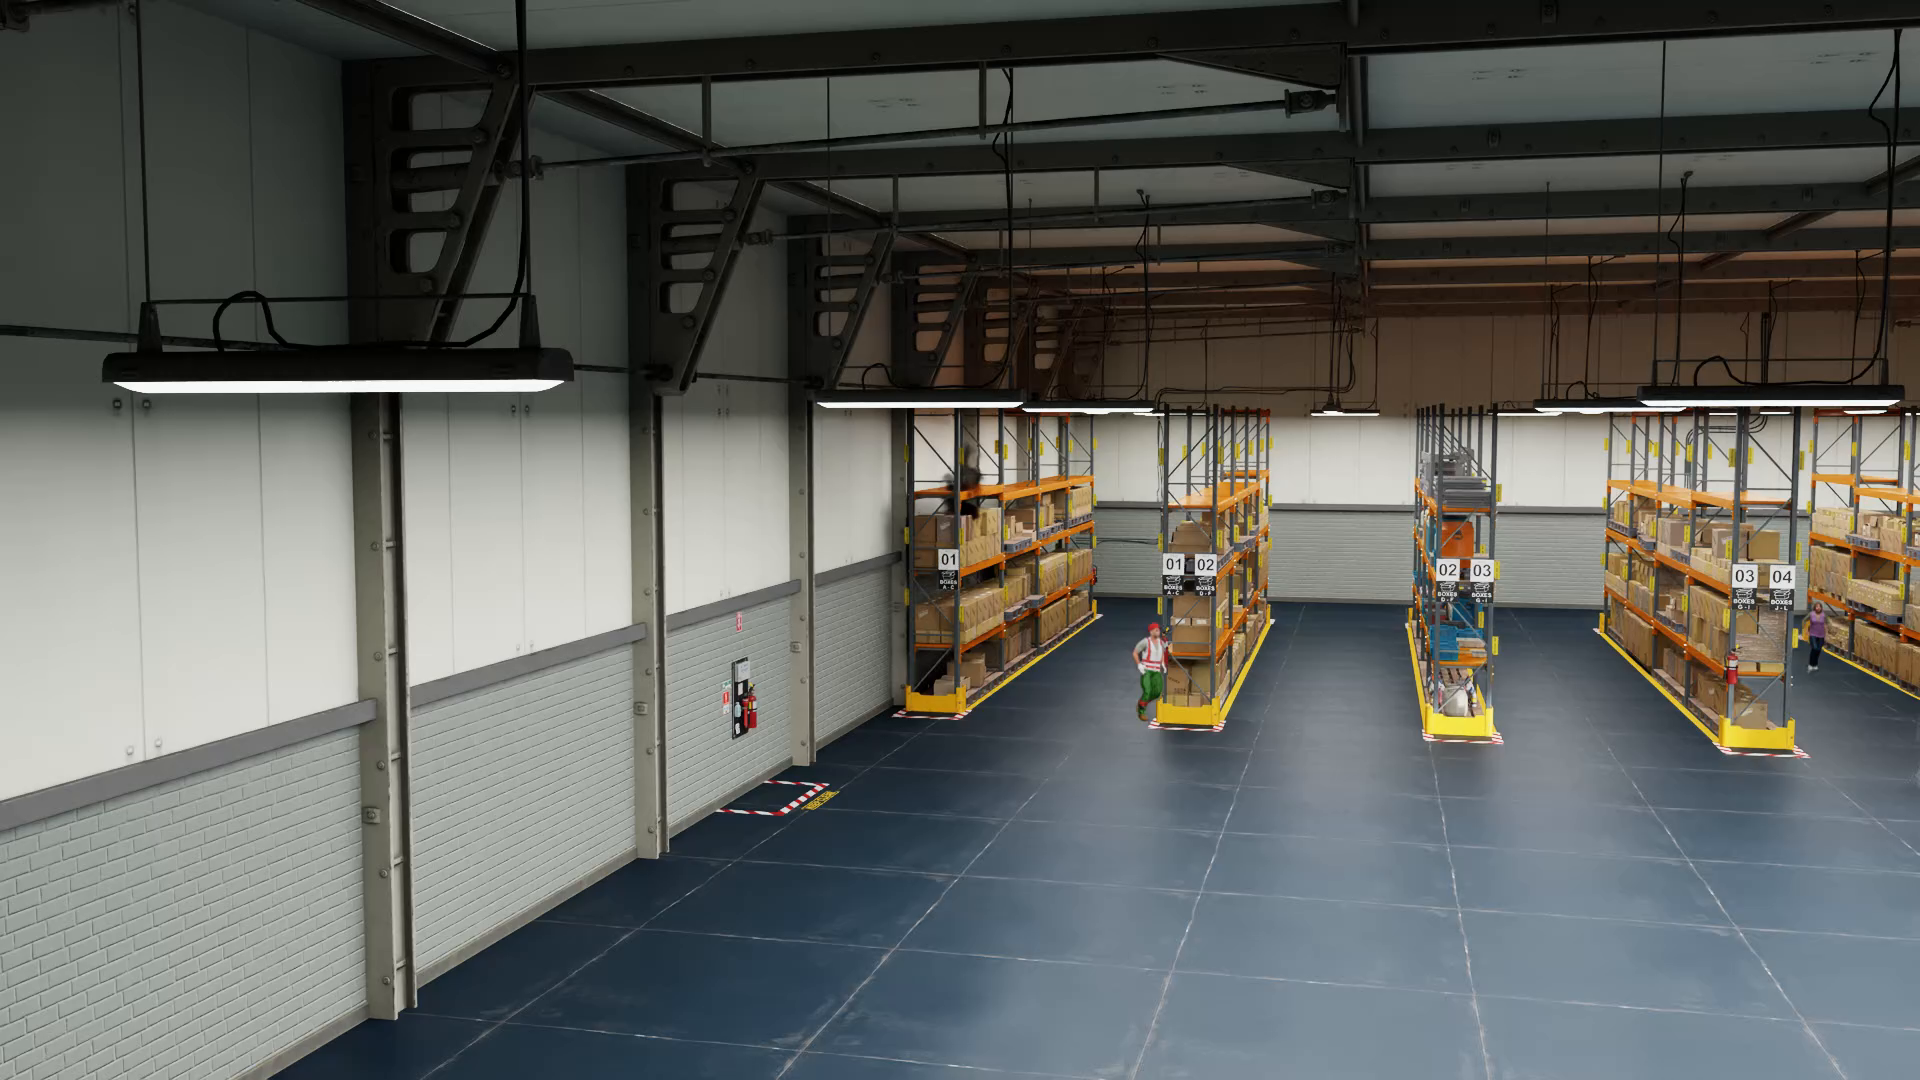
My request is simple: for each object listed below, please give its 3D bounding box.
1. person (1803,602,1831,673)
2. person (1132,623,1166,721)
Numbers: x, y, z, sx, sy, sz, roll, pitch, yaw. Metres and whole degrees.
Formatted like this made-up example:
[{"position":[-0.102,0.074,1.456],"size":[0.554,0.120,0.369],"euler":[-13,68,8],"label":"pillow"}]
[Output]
[{"position":[19.332,2.200,37.507],"size":[0.530,1.616,0.691],"euler":[1,4,14],"label":"person"},{"position":[3.462,2.382,30.223],"size":[0.706,1.750,0.536],"euler":[-2,5,-27],"label":"person"}]
